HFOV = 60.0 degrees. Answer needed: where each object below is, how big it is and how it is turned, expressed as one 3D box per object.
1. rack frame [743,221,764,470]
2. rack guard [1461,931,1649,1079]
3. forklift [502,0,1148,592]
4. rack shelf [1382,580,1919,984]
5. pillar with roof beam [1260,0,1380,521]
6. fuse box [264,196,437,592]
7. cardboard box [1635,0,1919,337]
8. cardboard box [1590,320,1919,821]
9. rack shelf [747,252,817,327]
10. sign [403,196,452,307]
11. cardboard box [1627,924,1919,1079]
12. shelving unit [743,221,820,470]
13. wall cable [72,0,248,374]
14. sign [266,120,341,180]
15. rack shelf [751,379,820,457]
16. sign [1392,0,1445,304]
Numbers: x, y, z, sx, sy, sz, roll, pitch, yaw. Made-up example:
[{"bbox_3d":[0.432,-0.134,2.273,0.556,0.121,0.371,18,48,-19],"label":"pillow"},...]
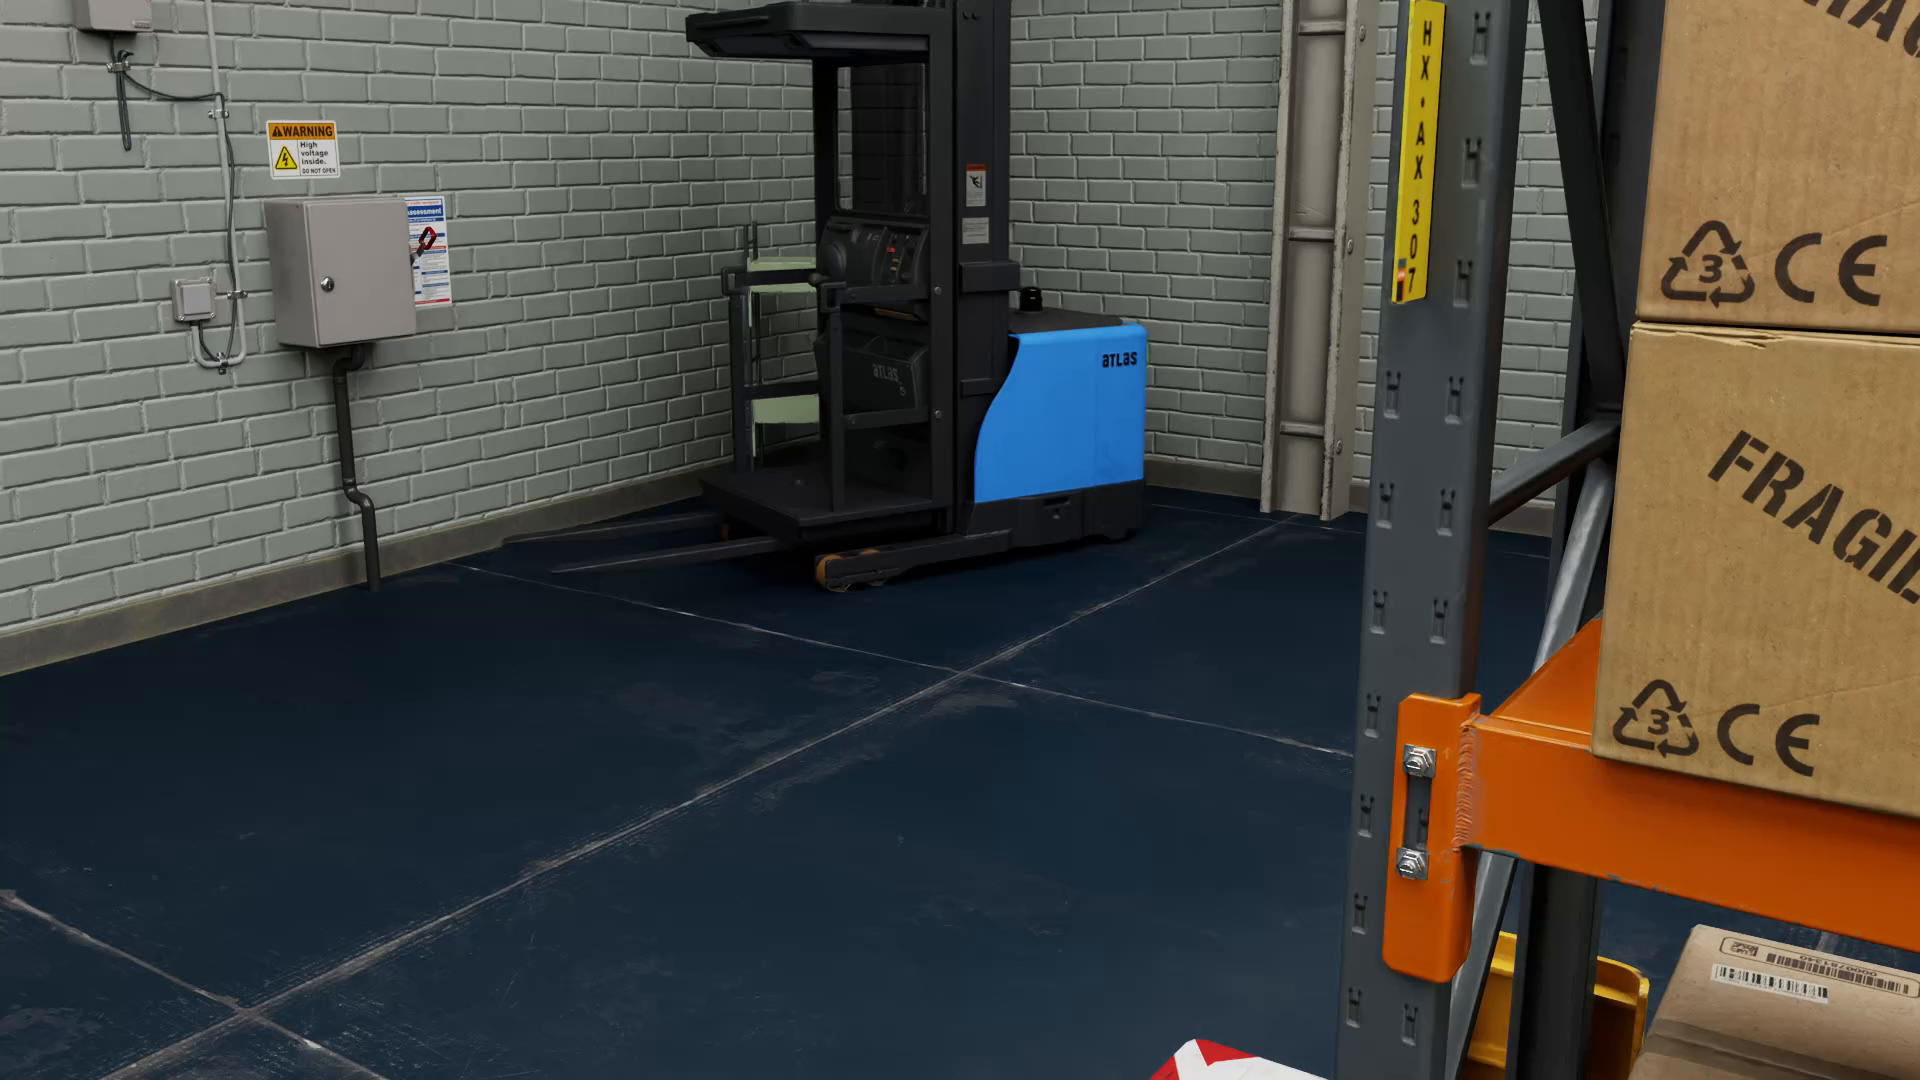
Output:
[{"bbox_3d":[-1.147,-1.007,9.270,0.023,1.500,0.400,0,14,1],"label":"rack frame"},{"bbox_3d":[0.807,1.127,2.728,0.348,0.500,1.175,9,17,33],"label":"rack guard"},{"bbox_3d":[-0.586,-1.335,7.616,3.031,2.935,1.130,-9,16,-32],"label":"forklift"},{"bbox_3d":[2.486,0.535,1.418,4.000,0.370,1.077,9,17,33],"label":"rack shelf"},{"bbox_3d":[-0.543,-3.668,4.413,0.400,9.000,9.100,9,17,33],"label":"pillar with roof beam"},{"bbox_3d":[-2.572,-0.608,7.219,0.414,1.711,0.539,9,17,33],"label":"fuse box"},{"bbox_3d":[1.066,-0.495,1.793,0.500,0.500,0.500,9,16,32],"label":"cardboard box"},{"bbox_3d":[1.065,-0.010,1.911,0.500,0.500,0.500,9,17,32],"label":"cardboard box"},{"bbox_3d":[-0.781,-1.385,9.171,0.720,0.370,0.431,0,14,1],"label":"rack shelf"},{"bbox_3d":[-2.468,-1.314,7.585,0.001,0.494,0.329,9,17,33],"label":"sign"},{"bbox_3d":[1.430,1.026,2.395,0.875,0.438,0.875,9,16,31],"label":"cardboard box"},{"bbox_3d":[-0.781,-1.006,9.265,0.755,1.500,0.431,0,14,1],"label":"shelving unit"},{"bbox_3d":[-3.083,-1.612,6.477,0.122,1.984,0.588,9,17,33],"label":"wall cable"},{"bbox_3d":[-2.775,-1.651,7.032,0.001,0.242,0.339,9,17,33],"label":"sign"},{"bbox_3d":[-0.781,-0.689,9.344,0.720,0.370,0.431,0,14,1],"label":"rack shelf"},{"bbox_3d":[0.512,-0.431,1.857,0.005,0.325,0.100,9,17,33],"label":"sign"}]
